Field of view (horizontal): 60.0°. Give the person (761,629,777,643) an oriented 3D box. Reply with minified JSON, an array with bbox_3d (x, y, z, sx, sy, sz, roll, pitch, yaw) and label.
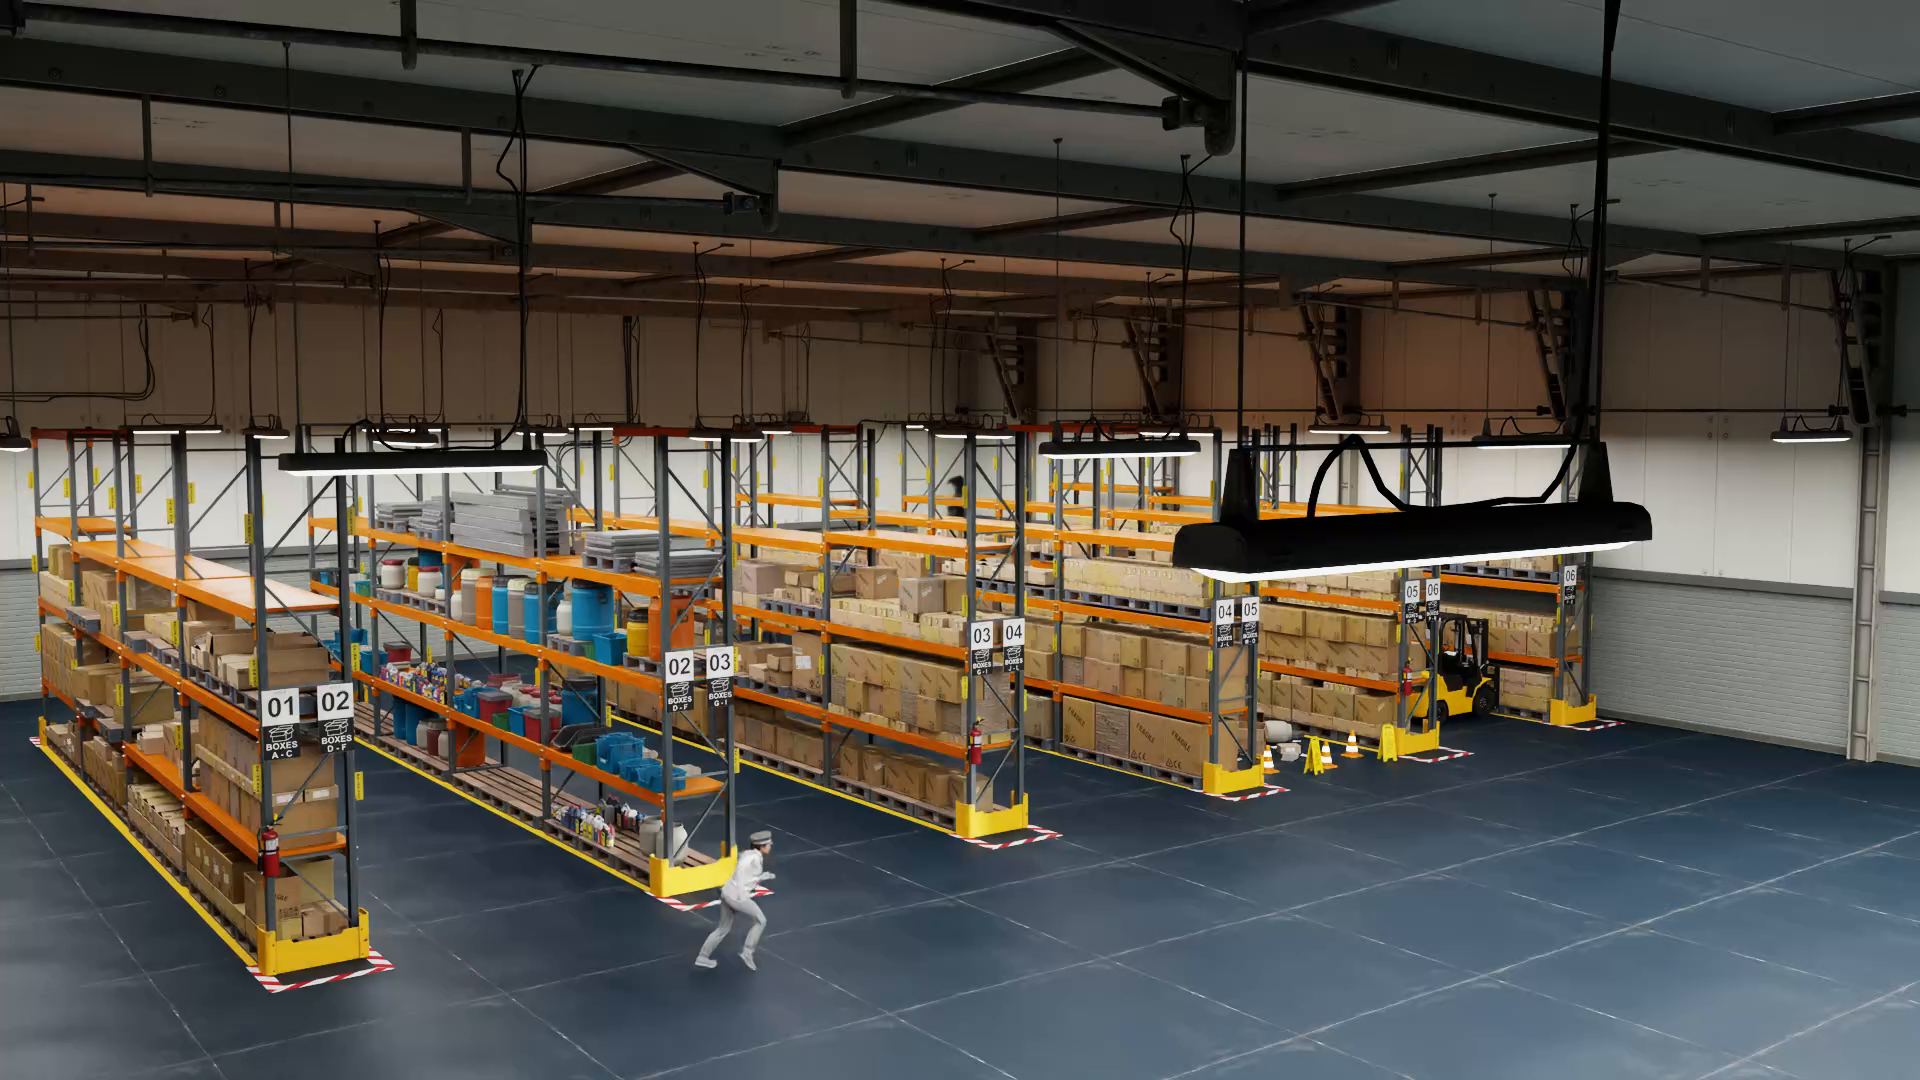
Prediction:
[{"bbox_3d":[-4.957,2.159,42.581,0.616,1.712,0.864,2,5,19],"label":"person"}]

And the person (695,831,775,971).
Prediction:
[{"bbox_3d":[-2.514,4.106,18.703,0.934,1.594,0.662,-2,5,-20],"label":"person"}]
